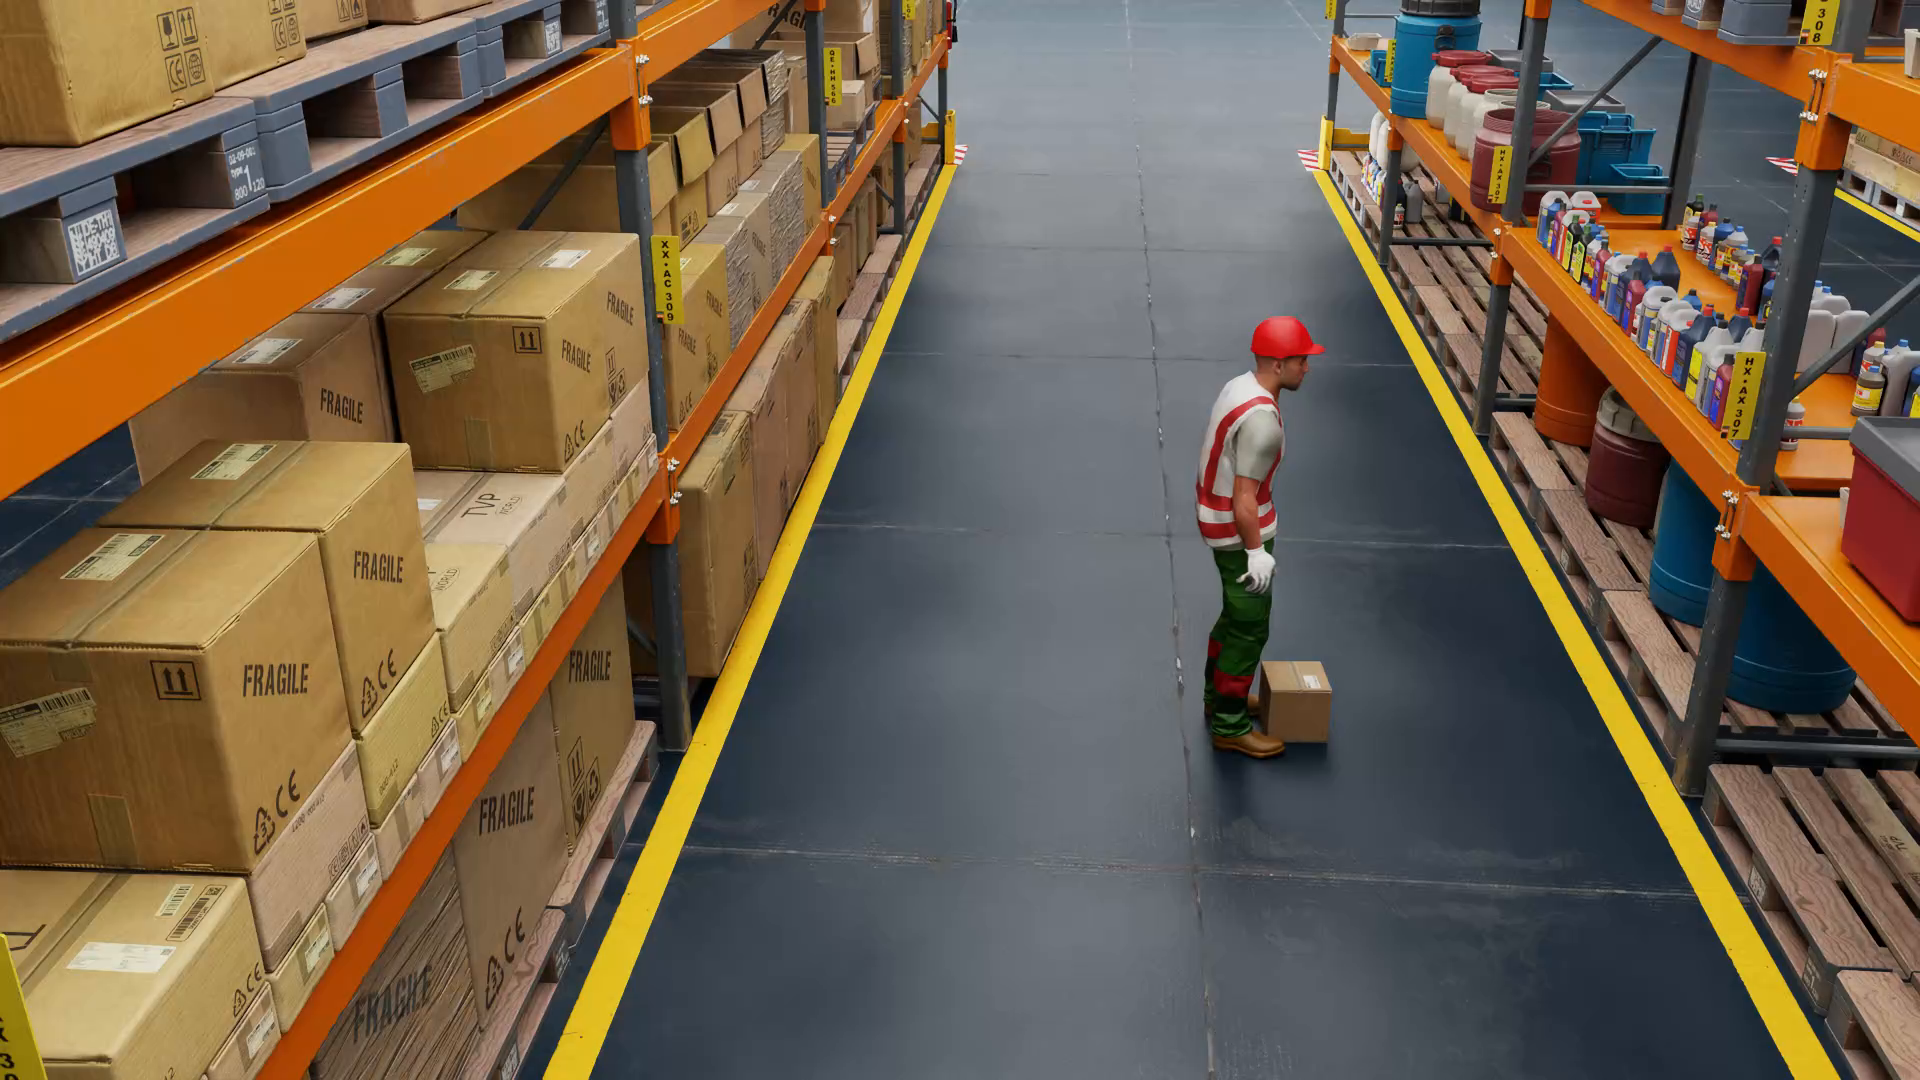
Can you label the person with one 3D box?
[{"bbox_3d":[1.163,-0.025,6.641,0.453,1.778,0.604,2,24,4],"label":"person"}]
